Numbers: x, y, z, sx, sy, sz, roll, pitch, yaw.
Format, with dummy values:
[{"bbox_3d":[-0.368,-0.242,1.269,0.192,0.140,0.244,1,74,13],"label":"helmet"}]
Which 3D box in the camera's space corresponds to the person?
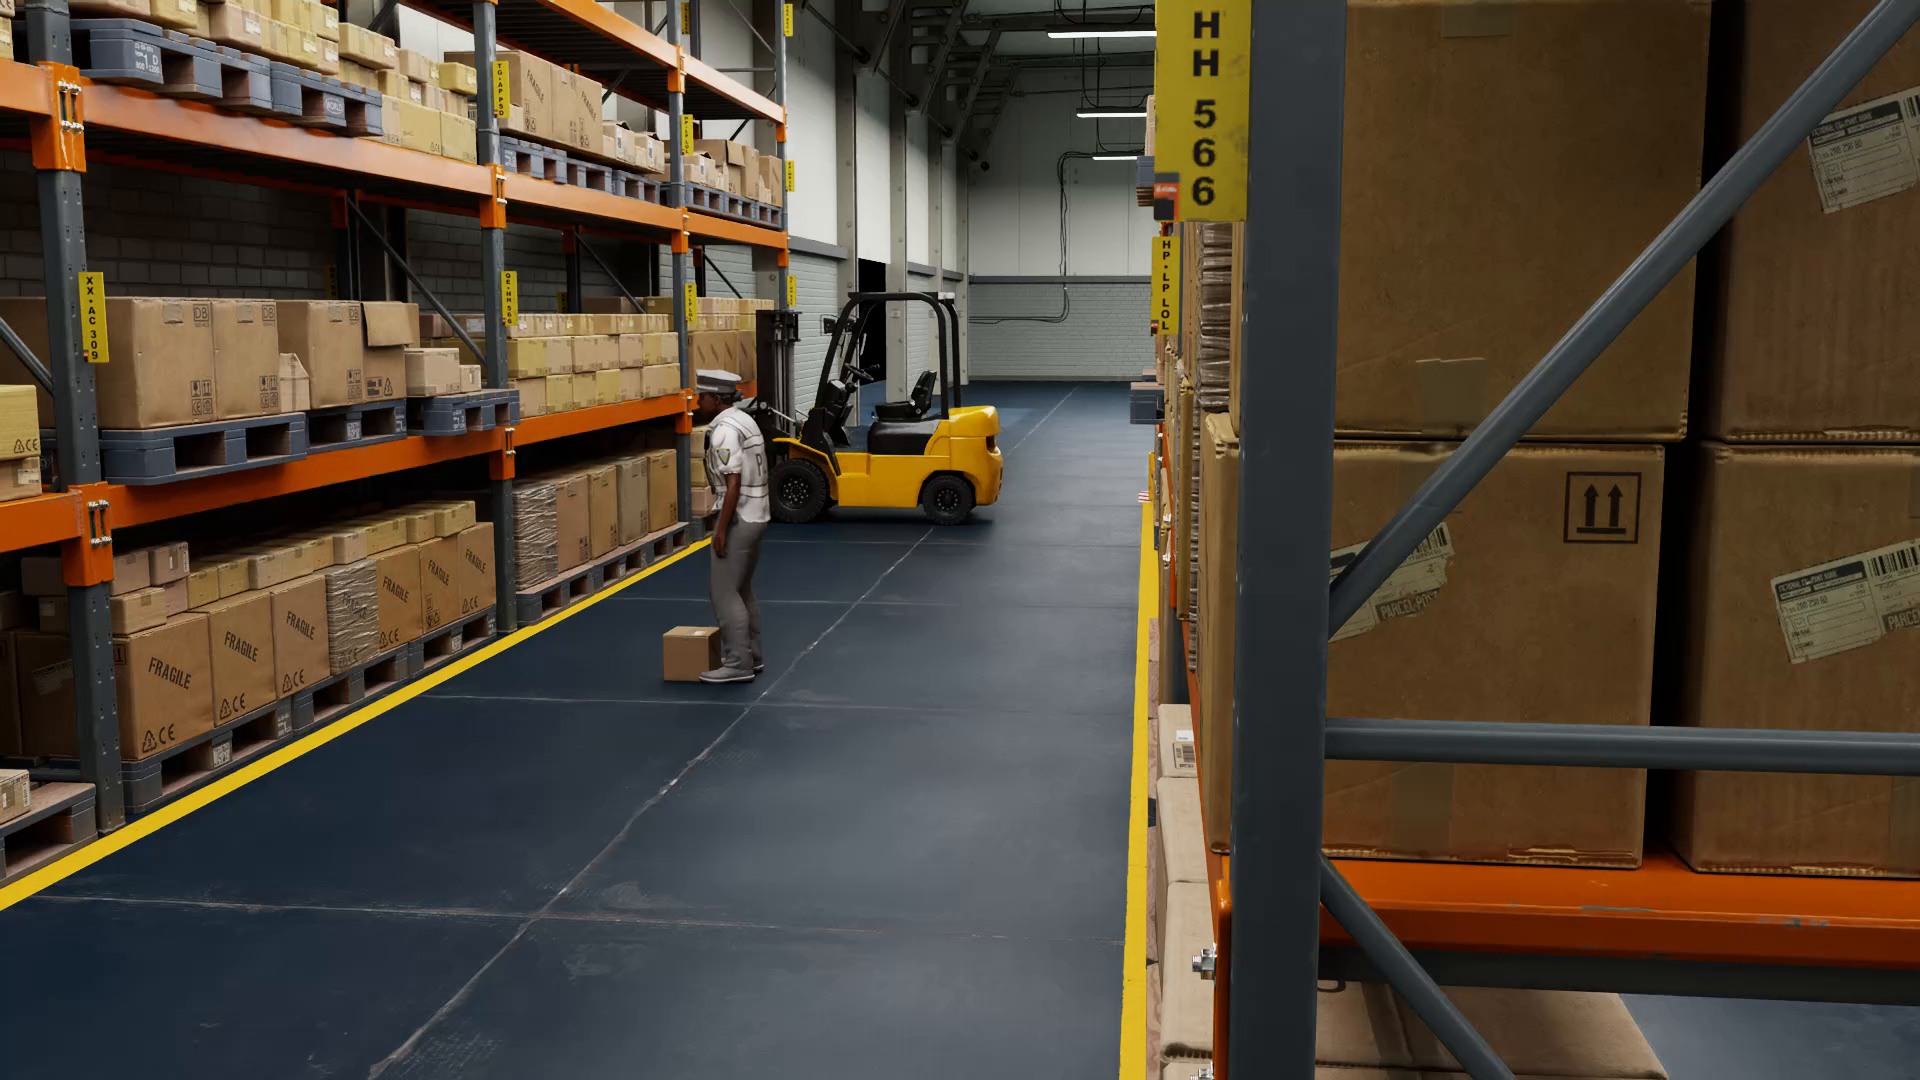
[{"bbox_3d":[-1.219,-0.081,8.887,0.383,1.663,0.532,0,8,3],"label":"person"}]
